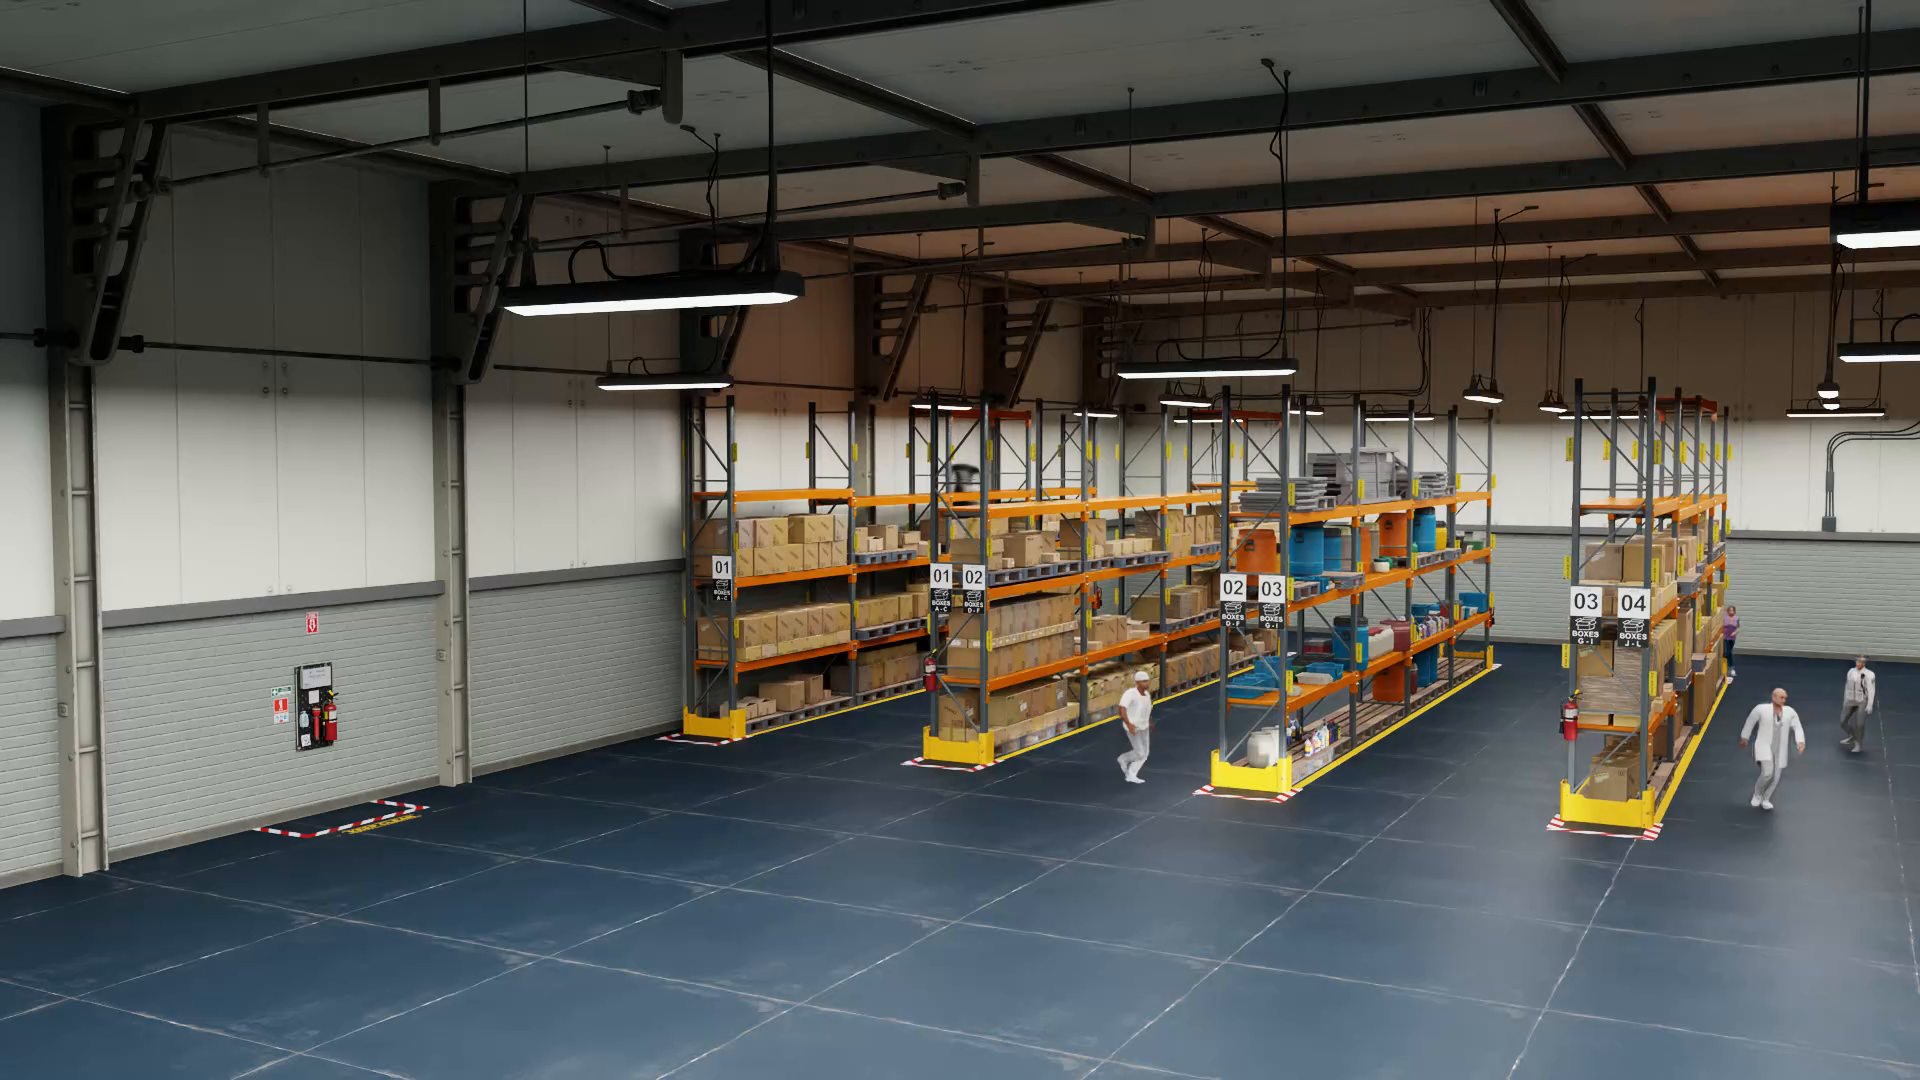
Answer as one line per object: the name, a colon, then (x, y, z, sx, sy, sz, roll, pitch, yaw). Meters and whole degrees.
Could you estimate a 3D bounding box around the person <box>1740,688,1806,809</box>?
person: (11.316, 2.908, 23.078, 0.673, 1.728, 0.865, 0, 3, 4)

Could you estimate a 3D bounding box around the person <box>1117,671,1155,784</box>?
person: (2.635, 2.827, 25.215, 0.700, 1.699, 0.591, -3, 4, -42)

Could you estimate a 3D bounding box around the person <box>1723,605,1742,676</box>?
person: (17.287, 2.301, 37.520, 0.514, 1.495, 0.721, 0, 3, -1)

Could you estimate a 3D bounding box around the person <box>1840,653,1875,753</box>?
person: (14.992, 2.721, 27.763, 0.469, 1.697, 0.600, -2, 4, -32)
